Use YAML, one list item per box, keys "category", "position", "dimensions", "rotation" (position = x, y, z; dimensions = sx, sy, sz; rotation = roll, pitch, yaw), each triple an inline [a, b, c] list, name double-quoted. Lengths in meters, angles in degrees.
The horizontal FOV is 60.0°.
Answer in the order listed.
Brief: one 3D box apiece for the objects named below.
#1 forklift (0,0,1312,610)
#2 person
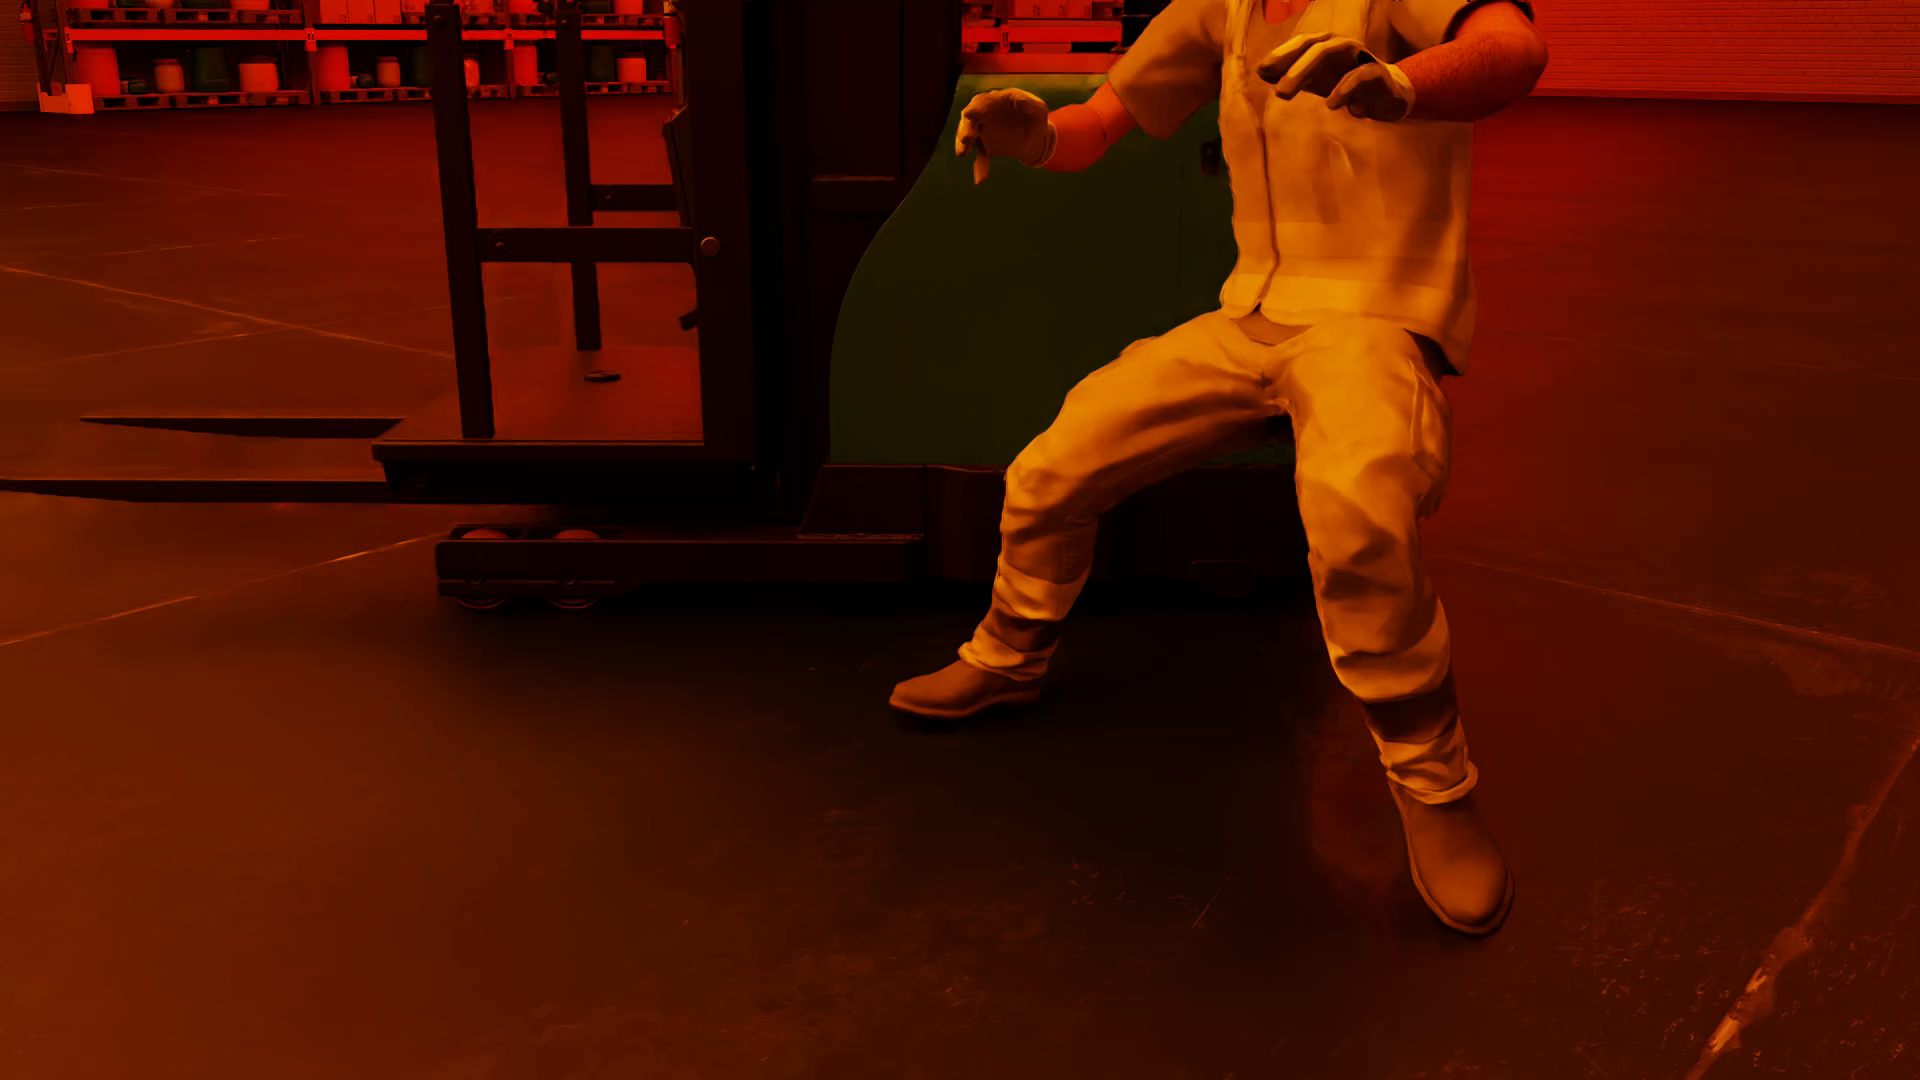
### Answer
- category: "forklift"
  position: [-0.709, -1.410, 3.540]
  dimensions: [3.031, 2.935, 1.130]
  rotation: [0, 17, 1]
- category: "person"
  position: [0.379, -0.329, 2.394]
  dimensions: [0.730, 1.537, 1.087]
  rotation: [-9, 19, -27]
